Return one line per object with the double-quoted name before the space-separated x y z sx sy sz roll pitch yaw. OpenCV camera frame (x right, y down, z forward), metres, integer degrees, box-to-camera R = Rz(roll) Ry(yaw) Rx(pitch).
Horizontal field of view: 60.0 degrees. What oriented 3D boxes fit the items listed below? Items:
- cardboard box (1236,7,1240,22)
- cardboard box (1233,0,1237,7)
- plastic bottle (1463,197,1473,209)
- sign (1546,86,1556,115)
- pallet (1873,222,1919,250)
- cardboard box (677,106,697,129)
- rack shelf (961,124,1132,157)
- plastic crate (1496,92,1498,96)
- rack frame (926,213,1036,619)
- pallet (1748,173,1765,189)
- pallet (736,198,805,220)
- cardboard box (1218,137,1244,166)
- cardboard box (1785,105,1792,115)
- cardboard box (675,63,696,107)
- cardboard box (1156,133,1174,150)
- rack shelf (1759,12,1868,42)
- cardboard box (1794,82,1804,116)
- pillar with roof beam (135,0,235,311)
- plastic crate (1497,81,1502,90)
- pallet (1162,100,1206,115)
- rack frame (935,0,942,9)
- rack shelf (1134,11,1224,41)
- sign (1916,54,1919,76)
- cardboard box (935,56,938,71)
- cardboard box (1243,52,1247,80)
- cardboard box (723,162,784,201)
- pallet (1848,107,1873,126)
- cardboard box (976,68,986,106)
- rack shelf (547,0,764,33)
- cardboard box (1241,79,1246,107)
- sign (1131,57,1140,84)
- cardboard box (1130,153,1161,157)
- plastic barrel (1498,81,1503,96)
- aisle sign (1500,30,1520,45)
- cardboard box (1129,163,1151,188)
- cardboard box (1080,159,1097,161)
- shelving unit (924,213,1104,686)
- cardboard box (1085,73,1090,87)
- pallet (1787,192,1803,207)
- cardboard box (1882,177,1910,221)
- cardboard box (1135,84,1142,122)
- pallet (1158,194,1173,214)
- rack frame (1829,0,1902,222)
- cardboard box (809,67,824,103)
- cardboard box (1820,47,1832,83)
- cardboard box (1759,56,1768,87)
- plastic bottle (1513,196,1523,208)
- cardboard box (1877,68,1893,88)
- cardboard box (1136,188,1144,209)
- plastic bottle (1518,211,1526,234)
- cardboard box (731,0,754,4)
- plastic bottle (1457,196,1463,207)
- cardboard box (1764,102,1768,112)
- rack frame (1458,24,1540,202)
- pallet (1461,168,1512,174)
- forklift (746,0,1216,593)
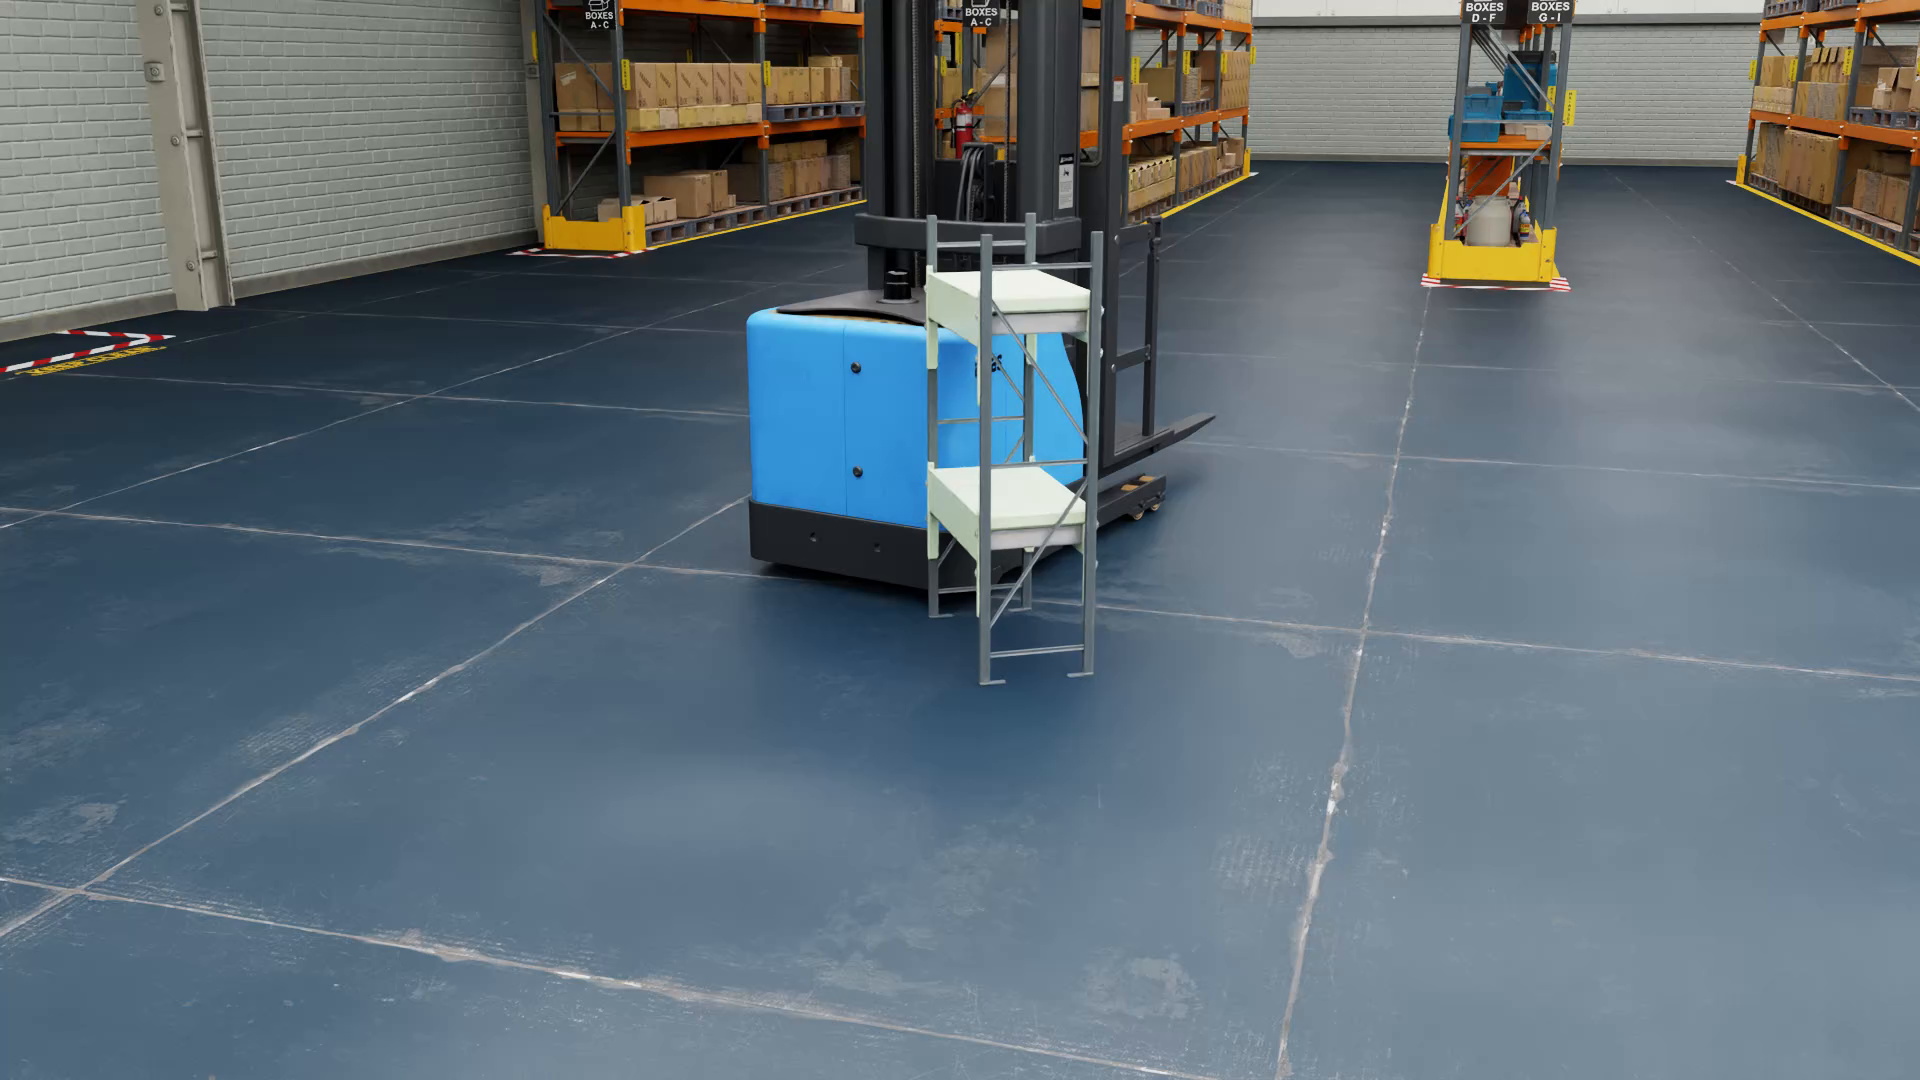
"cardboard box" 4.734 -9.415 29.803 0.500 0.250 0.500 5 16 16
"cardboard box" 4.601 -9.524 29.271 0.500 0.250 0.500 5 16 16
"plastic bottle" 5.916 -3.812 19.322 0.144 0.351 0.185 5 16 16
"sign" 6.929 -5.153 19.492 0.100 0.325 0.005 5 16 16
"pallet" 11.374 -3.544 19.436 1.003 0.211 1.213 5 16 16
"cardboard box" -3.503 -5.097 20.042 0.500 0.250 0.500 4 16 15
"rack shelf" 1.089 -4.581 19.302 1.077 0.370 4.000 5 16 16
"plastic crate" 9.289 -7.515 28.436 0.437 0.282 0.530 5 16 16
"rack frame" 0.076 -0.439 6.128 0.400 1.500 0.023 -4 16 -14
"pallet" 14.412 -6.264 29.027 1.003 0.211 1.213 5 16 16
"pallet" -2.874 -4.696 23.498 1.003 0.211 1.213 5 16 16
"cardboard box" 5.149 -7.438 31.829 0.500 0.500 0.500 5 16 16
"cardboard box" 13.200 -6.759 26.121 0.380 0.149 0.250 5 17 16
"cardboard box" -3.503 -5.450 19.911 0.500 0.500 0.500 4 16 14
"cardboard box" 3.275 -6.544 27.304 0.500 0.250 0.500 5 16 16
"rack shelf" 13.996 -8.394 27.249 1.077 0.370 4.000 5 16 16
"cardboard box" 13.057 -6.721 25.346 0.500 0.500 0.500 5 16 16
"pillar with roof beam" -2.438 -6.020 12.062 9.100 9.000 0.400 5 16 16
"plastic crate" 9.173 -7.432 27.808 0.402 0.464 0.583 5 16 16
"pallet" 3.342 -6.914 26.559 1.003 0.211 1.213 5 16 16
"rack frame" -0.820 -10.813 28.960 1.000 3.000 0.127 5 16 16
"rack shelf" 3.362 -8.117 26.272 1.077 0.370 4.000 5 16 16
"sign" 10.621 -5.280 18.327 0.100 0.325 0.005 5 16 16
"cardboard box" -0.707 -8.346 29.118 0.500 0.250 0.500 5 17 17
"cardboard box" 5.062 -8.849 31.015 0.500 0.500 0.500 5 17 17
"cardboard box" -2.900 -5.037 23.364 0.700 0.500 0.500 5 17 18
"pallet" 12.190 -5.441 21.366 1.213 0.211 1.003 5 16 16
"cardboard box" -0.015 -8.792 32.280 0.980 0.700 0.700 4 16 15
"rack shelf" -3.662 -6.407 20.244 1.077 0.370 4.000 5 16 16
"cardboard box" 5.057 -8.364 31.136 0.500 0.500 0.500 5 17 16
"sign" 2.190 -5.862 20.769 0.100 0.325 0.005 5 16 16
"cardboard box" 2.834 -5.769 25.946 0.500 0.500 0.500 5 17 18
"plastic barrel" 7.700 -6.032 22.851 0.600 0.536 0.708 5 16 16
"aisle sign" 10.117 -9.452 30.391 0.394 0.787 0.004 5 16 16
"cardboard box" 2.307 -4.954 22.541 0.500 0.311 0.500 4 16 14
"cardboard box" 1.443 -4.291 19.856 0.500 0.500 0.500 5 16 16
"shelving unit" 0.168 -0.342 5.788 0.431 1.500 0.755 -4 16 -14
"cardboard box" 1.276 -5.252 18.977 0.380 0.149 0.250 5 17 16
"pallet" 13.280 -5.225 25.364 1.003 0.211 1.213 5 16 16
"cardboard box" 11.661 -4.119 20.129 0.700 0.500 0.500 3 16 11
"cardboard box" 2.183 -5.967 22.687 0.500 0.500 0.500 5 16 16
"pallet" 2.522 -4.943 24.370 1.003 0.211 1.213 5 16 16
"rack frame" 12.291 -5.728 22.026 1.000 3.000 0.127 5 16 16
"cardboard box" -2.413 -6.688 24.424 0.700 0.500 0.500 5 16 16
"cardboard box" 13.048 -6.959 24.344 0.797 0.503 0.637 5 17 16
"cardboard box" 14.027 -8.017 28.453 0.500 0.500 0.500 4 16 15
"plastic bottle" 6.498 -3.812 19.319 0.144 0.351 0.185 4 16 14
"cardboard box" 12.175 -5.834 21.446 0.500 0.500 0.500 3 16 9
"cardboard box" 2.156 -4.550 22.142 0.500 0.250 0.500 5 17 17
"plastic bottle" 6.208 -3.484 18.309 0.097 0.271 0.097 0 16 0
"cardboard box" -3.001 -7.182 21.438 0.500 0.500 0.500 5 17 17
"plastic bottle" 5.778 -3.824 19.361 0.144 0.351 0.185 5 17 17
"cardboard box" 13.784 -7.296 28.016 0.380 0.149 0.250 4 16 15
"rack frame" 7.542 -6.112 23.380 1.000 3.000 0.127 5 16 16
"pallet" 9.544 -6.651 30.390 1.003 0.211 1.213 5 16 16
"forklift" 0.315 -1.557 7.447 1.130 2.935 3.031 9 18 29
